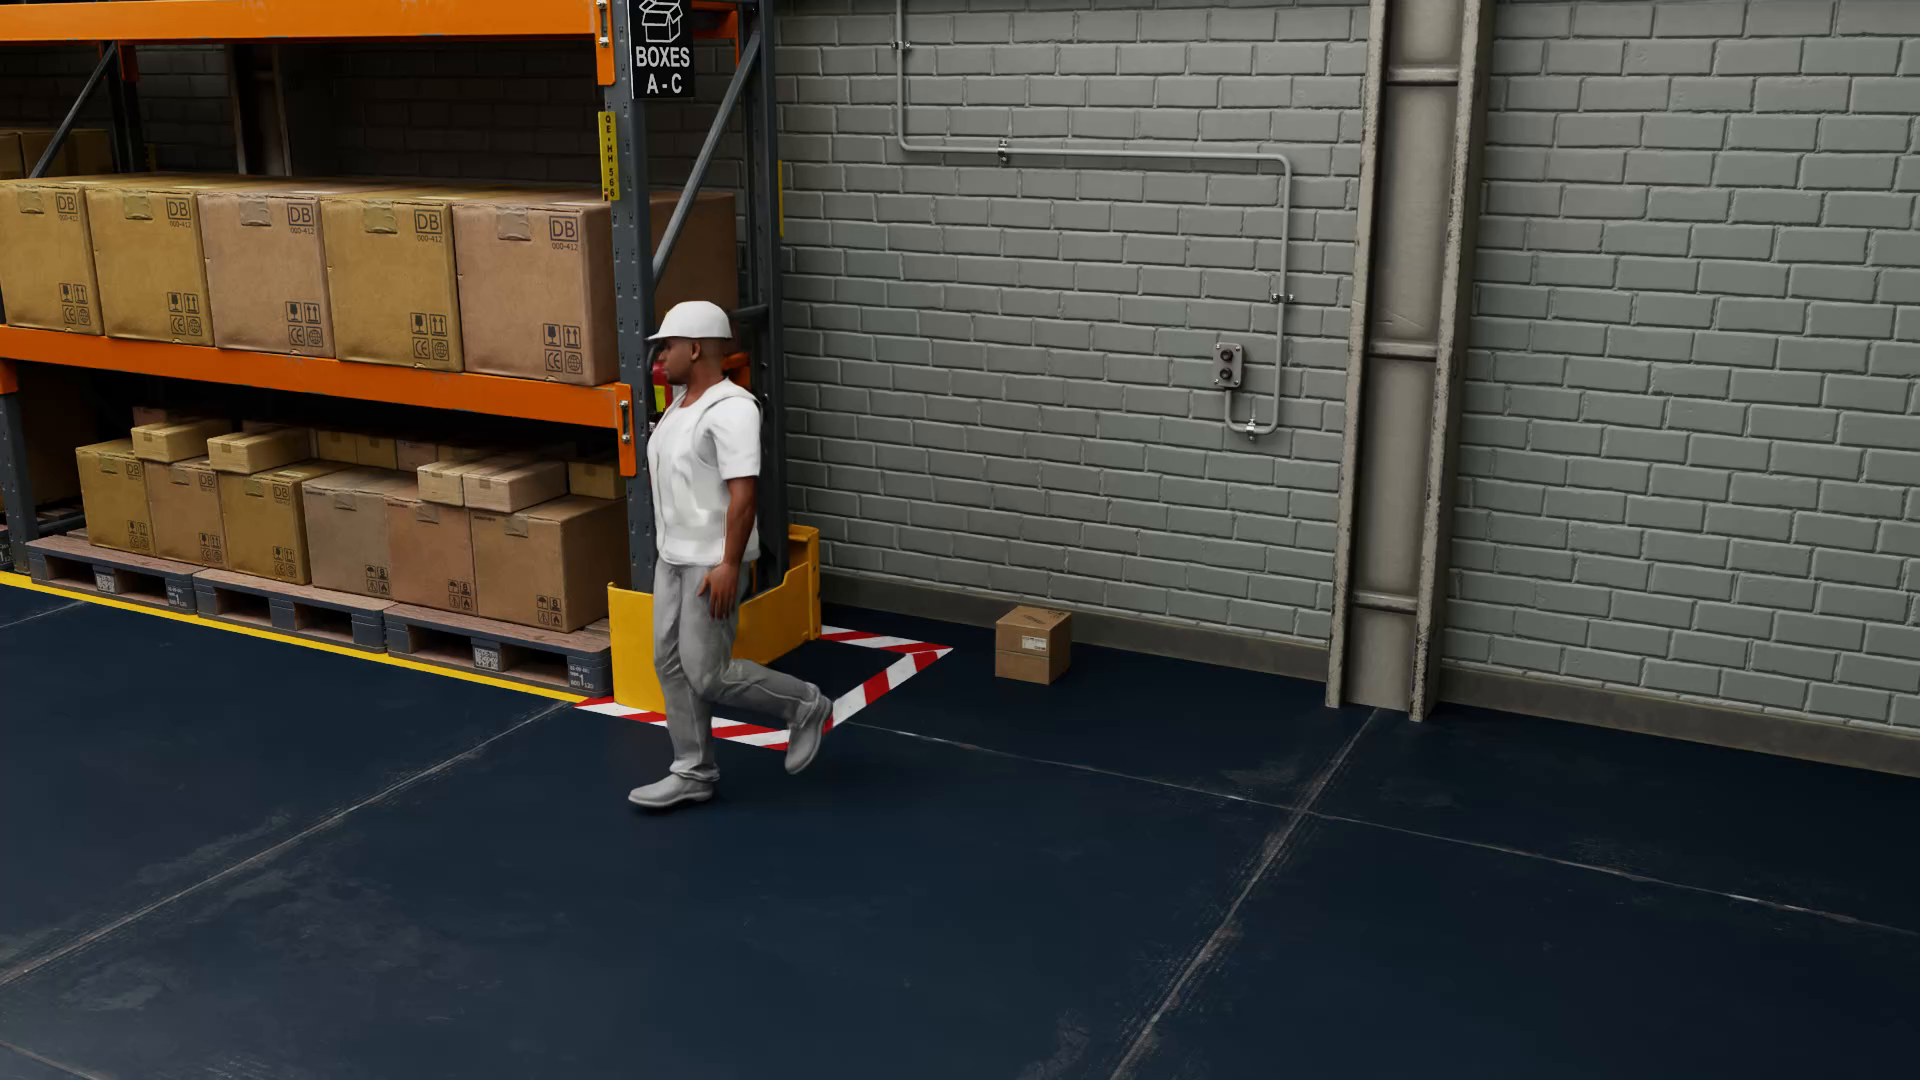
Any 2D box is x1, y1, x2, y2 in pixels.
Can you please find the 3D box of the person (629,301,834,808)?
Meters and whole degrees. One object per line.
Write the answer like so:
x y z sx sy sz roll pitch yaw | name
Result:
-0.852 0.053 5.780 0.737 1.739 0.586 -9 18 -29 | person
